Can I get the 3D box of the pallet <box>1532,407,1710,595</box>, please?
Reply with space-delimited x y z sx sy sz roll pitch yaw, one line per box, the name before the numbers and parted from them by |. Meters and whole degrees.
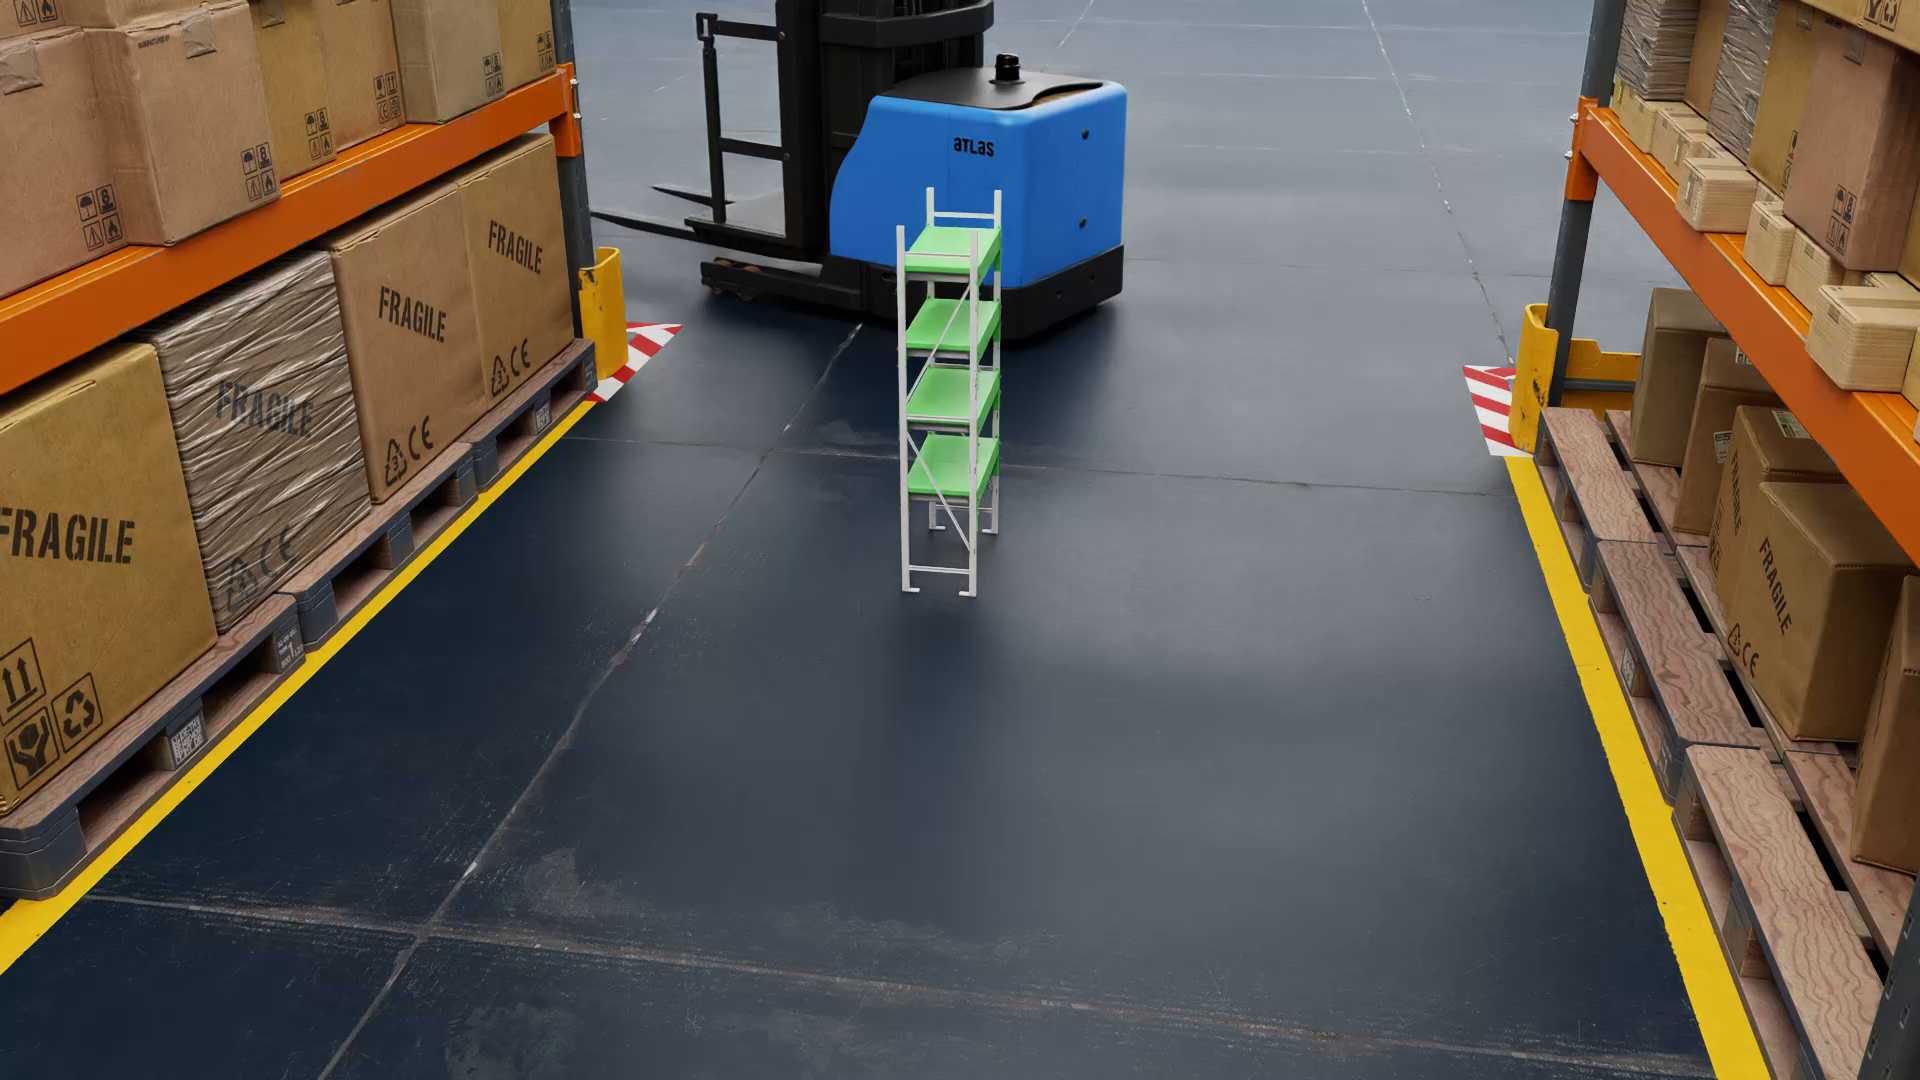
pallet | 2.609 -0.130 5.779 1.003 0.211 1.213 4 25 9

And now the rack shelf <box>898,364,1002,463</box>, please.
rack shelf | -0.027 -0.416 5.375 0.258 0.148 0.480 4 25 9

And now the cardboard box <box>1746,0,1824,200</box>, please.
cardboard box | 2.491 -1.082 4.055 0.875 0.500 0.500 4 25 9

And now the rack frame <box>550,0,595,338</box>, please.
rack frame | -2.088 -2.148 6.801 1.000 3.000 0.127 4 25 9

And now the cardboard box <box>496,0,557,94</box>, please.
cardboard box | -2.104 -2.058 6.431 0.875 0.550 0.550 4 25 9

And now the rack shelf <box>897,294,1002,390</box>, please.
rack shelf | -0.027 -0.634 5.273 0.258 0.148 0.480 4 25 9

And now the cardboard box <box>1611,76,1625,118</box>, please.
cardboard box | 2.507 -1.546 5.811 0.380 0.149 0.250 4 25 9

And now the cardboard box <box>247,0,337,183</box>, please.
cardboard box | -2.434 -1.376 4.975 0.875 0.550 0.500 4 25 9

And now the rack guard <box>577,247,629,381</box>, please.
rack guard | -2.084 -1.026 7.353 1.175 0.500 0.348 4 25 9

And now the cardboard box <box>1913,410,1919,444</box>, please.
cardboard box | 1.930 -0.190 2.914 0.380 0.149 0.250 4 25 9

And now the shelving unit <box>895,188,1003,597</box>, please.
shelving unit | -0.027 -0.474 5.348 0.258 1.200 0.503 4 25 9

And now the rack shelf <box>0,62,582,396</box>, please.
rack shelf | -2.415 -0.986 5.167 1.077 0.370 4.000 4 25 9

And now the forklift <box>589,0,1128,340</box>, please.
forklift | -0.696 -2.696 8.052 3.031 2.935 1.130 17 30 31

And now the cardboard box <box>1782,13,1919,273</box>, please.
cardboard box | 2.368 -0.876 3.615 0.875 0.500 0.500 4 25 9

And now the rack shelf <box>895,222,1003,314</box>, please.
rack shelf | -0.027 -0.851 5.171 0.258 0.148 0.480 4 25 9

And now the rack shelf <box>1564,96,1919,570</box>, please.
rack shelf | 2.462 -0.600 4.342 1.077 0.370 4.000 4 25 9

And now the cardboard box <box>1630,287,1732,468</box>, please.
cardboard box | 2.670 -0.560 5.862 0.500 0.500 0.500 9 27 18

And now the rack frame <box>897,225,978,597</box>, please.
rack frame | -0.067 -0.372 5.130 0.240 1.200 0.015 4 25 9

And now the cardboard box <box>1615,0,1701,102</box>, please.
cardboard box | 2.672 -1.714 5.405 0.875 0.500 0.500 4 25 9

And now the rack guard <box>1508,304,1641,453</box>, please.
rack guard | 2.776 -0.598 6.439 1.175 0.500 0.348 4 25 9

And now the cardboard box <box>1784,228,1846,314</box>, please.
cardboard box | 2.133 -0.605 3.801 0.380 0.149 0.250 4 25 9

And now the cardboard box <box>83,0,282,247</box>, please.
cardboard box | -2.421 -1.148 4.487 0.875 0.550 0.550 4 25 9

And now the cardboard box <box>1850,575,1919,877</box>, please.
cardboard box | 2.326 0.448 3.708 0.500 0.500 0.500 13 28 25

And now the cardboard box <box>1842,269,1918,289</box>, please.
cardboard box | 2.132 -0.498 3.572 0.380 0.149 0.250 4 25 9

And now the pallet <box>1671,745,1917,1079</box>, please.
pallet | 2.210 0.890 3.599 1.003 0.211 1.213 4 25 9

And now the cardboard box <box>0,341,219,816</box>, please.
cardboard box | -2.570 0.039 4.140 0.875 0.875 0.875 4 25 9

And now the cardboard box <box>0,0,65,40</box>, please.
cardboard box | -2.673 -1.422 3.800 0.875 0.550 0.550 4 25 9

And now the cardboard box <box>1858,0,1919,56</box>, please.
cardboard box | 2.017 -1.139 2.996 0.500 0.500 0.500 4 25 9

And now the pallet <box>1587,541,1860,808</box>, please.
pallet | 2.407 0.378 4.692 1.003 0.211 1.213 4 25 9

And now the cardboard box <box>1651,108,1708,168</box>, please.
cardboard box | 2.371 -1.233 5.143 0.380 0.149 0.250 4 25 9

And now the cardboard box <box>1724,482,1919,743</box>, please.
cardboard box | 2.350 0.183 4.274 0.500 0.500 0.500 2 25 4

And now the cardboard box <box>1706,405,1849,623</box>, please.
cardboard box | 2.485 -0.048 4.766 0.500 0.500 0.500 6 26 13

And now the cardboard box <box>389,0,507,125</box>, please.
cardboard box | -2.172 -1.826 5.937 0.875 0.550 0.550 4 25 9

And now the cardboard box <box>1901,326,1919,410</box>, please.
cardboard box | 2.030 -0.290 3.128 0.380 0.149 0.250 4 25 9

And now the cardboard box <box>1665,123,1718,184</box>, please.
cardboard box | 2.323 -1.129 4.920 0.380 0.149 0.250 4 25 9

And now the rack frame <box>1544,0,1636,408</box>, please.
rack frame | 2.789 -1.762 5.977 1.000 3.000 0.127 4 25 9

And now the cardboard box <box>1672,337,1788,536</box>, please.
cardboard box | 2.606 -0.308 5.323 0.500 0.500 0.500 11 27 22

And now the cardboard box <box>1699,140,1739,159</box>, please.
cardboard box | 2.309 -1.023 4.693 0.380 0.149 0.250 4 25 9

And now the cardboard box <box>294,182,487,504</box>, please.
cardboard box | -2.276 -0.720 5.760 0.875 0.875 0.875 4 25 8

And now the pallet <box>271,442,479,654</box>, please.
pallet | -2.343 -0.037 5.580 1.003 0.211 1.213 4 25 9

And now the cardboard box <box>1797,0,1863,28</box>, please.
cardboard box | 2.100 -1.348 3.443 0.500 0.500 0.500 4 25 9

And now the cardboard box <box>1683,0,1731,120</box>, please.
cardboard box | 2.708 -1.497 4.941 0.875 0.500 0.500 4 25 9

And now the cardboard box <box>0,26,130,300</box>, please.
cardboard box | -2.626 -0.930 4.022 0.875 0.550 0.550 4 25 9

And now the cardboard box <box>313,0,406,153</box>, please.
cardboard box | -2.388 -1.601 5.455 0.875 0.550 0.550 4 25 9

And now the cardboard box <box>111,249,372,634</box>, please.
cardboard box | -2.427 -0.339 4.946 0.875 0.875 0.875 4 25 9

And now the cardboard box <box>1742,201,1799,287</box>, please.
cardboard box | 2.140 -0.712 4.030 0.380 0.149 0.250 4 25 9

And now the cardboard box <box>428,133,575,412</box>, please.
cardboard box | -2.134 -1.088 6.547 0.875 0.875 0.875 4 25 9

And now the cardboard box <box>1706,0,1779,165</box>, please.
cardboard box | 2.584 -1.291 4.500 0.875 0.500 0.500 4 25 9

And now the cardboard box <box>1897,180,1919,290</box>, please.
cardboard box | 2.386 -0.660 3.153 0.875 0.500 0.500 4 25 9

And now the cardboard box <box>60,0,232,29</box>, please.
cardboard box | -2.449 -1.639 4.262 0.875 0.550 0.550 4 25 9

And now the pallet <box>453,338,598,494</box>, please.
pallet | -2.142 -0.545 6.666 1.003 0.211 1.213 4 25 9

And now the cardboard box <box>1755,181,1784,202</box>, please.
cardboard box | 2.256 -0.812 4.242 0.380 0.149 0.250 4 25 9

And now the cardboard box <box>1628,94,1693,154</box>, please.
cardboard box | 2.391 -1.339 5.369 0.380 0.149 0.250 4 25 9

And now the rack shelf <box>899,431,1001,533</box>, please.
rack shelf | -0.027 -0.199 5.477 0.258 0.148 0.480 4 25 9

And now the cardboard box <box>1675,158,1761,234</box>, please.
cardboard box | 2.166 -0.925 4.485 0.380 0.149 0.250 4 25 9

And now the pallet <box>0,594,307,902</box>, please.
pallet | -2.540 0.475 4.486 1.003 0.211 1.213 4 25 9

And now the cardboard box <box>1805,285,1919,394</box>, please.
cardboard box | 1.961 -0.403 3.368 0.380 0.149 0.250 4 25 9

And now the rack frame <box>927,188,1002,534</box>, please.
rack frame | 0.013 -0.576 5.566 0.240 1.200 0.015 4 25 9

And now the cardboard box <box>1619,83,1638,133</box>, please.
cardboard box | 2.447 -1.443 5.590 0.380 0.149 0.250 4 25 9
